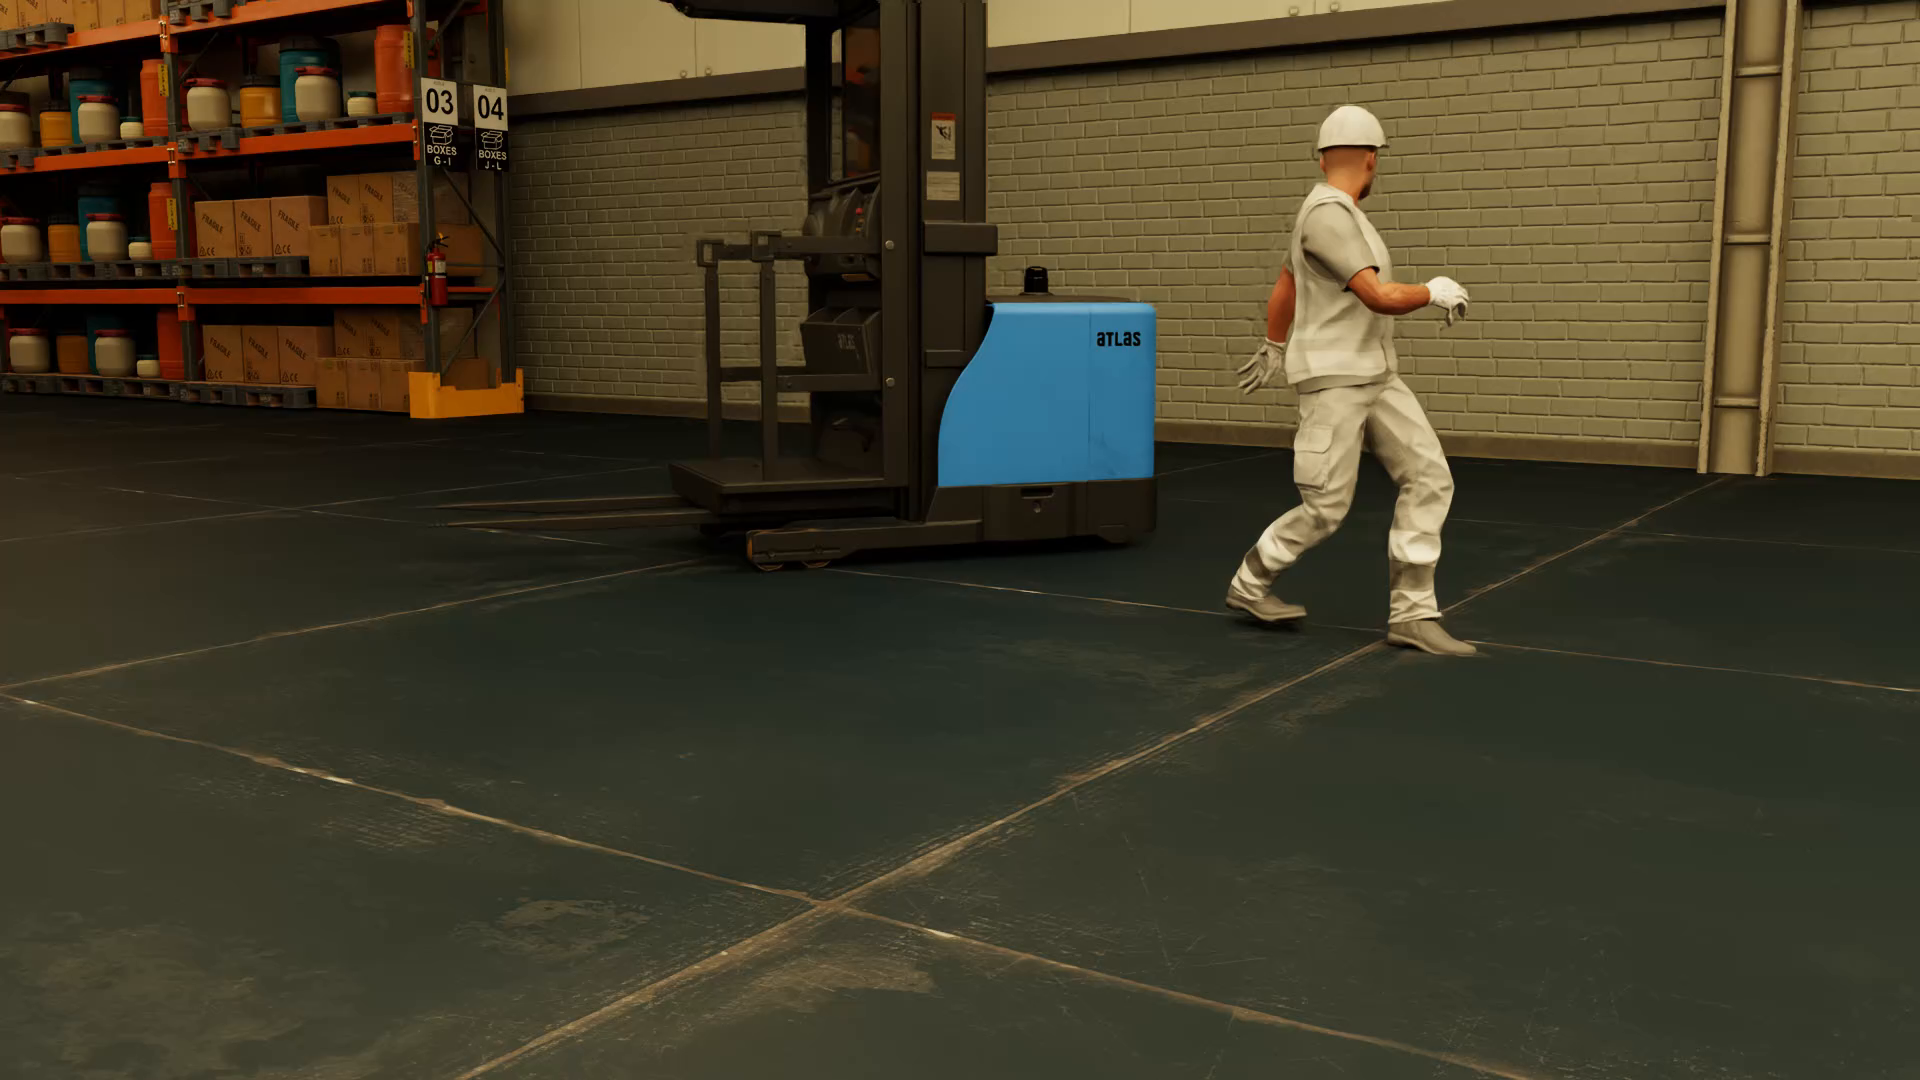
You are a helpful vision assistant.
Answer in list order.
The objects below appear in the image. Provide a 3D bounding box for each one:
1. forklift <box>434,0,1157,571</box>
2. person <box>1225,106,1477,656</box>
[{"bbox_3d":[-0.696,-1.409,7.101,3.031,2.935,1.130,-3,9,-21],"label":"forklift"},{"bbox_3d":[1.238,-0.516,5.324,0.969,1.708,0.558,6,10,37],"label":"person"}]
